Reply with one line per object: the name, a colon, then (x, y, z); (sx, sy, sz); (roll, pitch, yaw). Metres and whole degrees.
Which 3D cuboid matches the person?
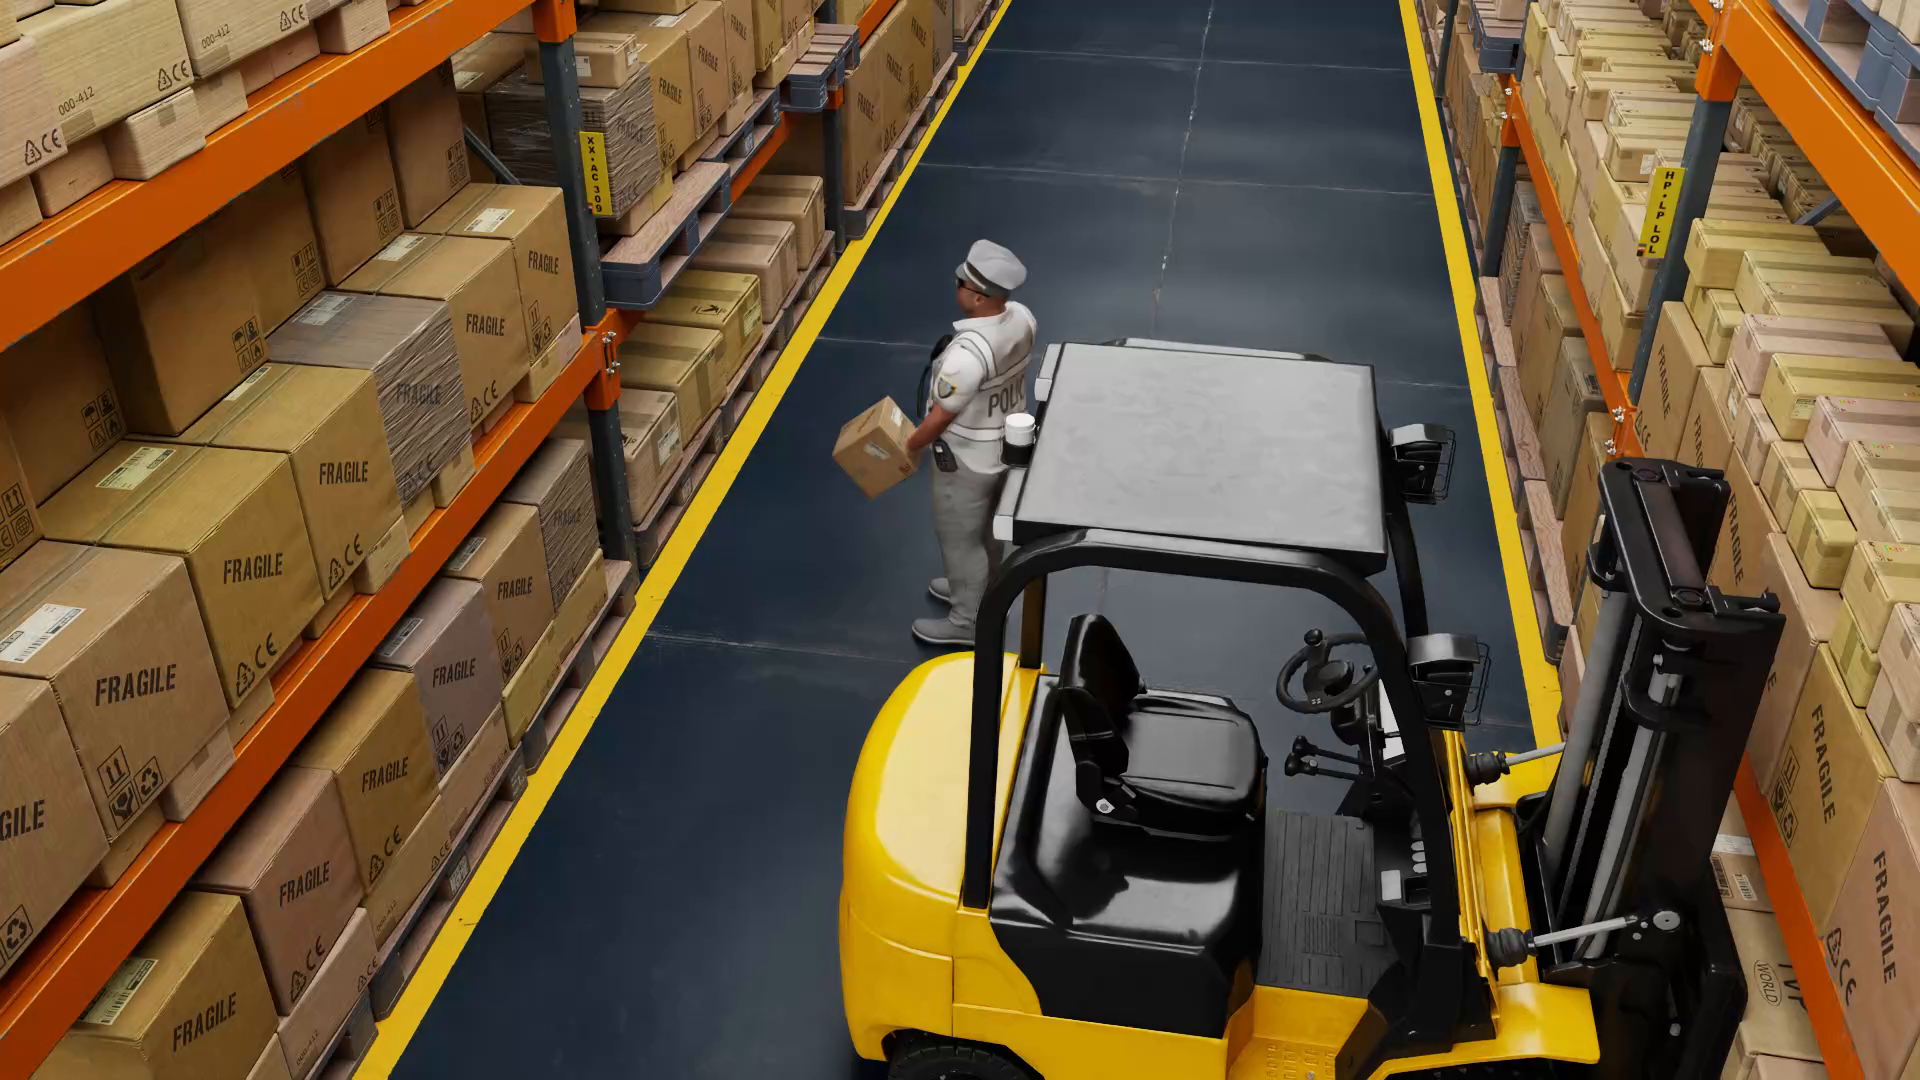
person: (0.008, -0.381, 6.696); (0.532, 1.786, 0.531); (17, 36, 25)
